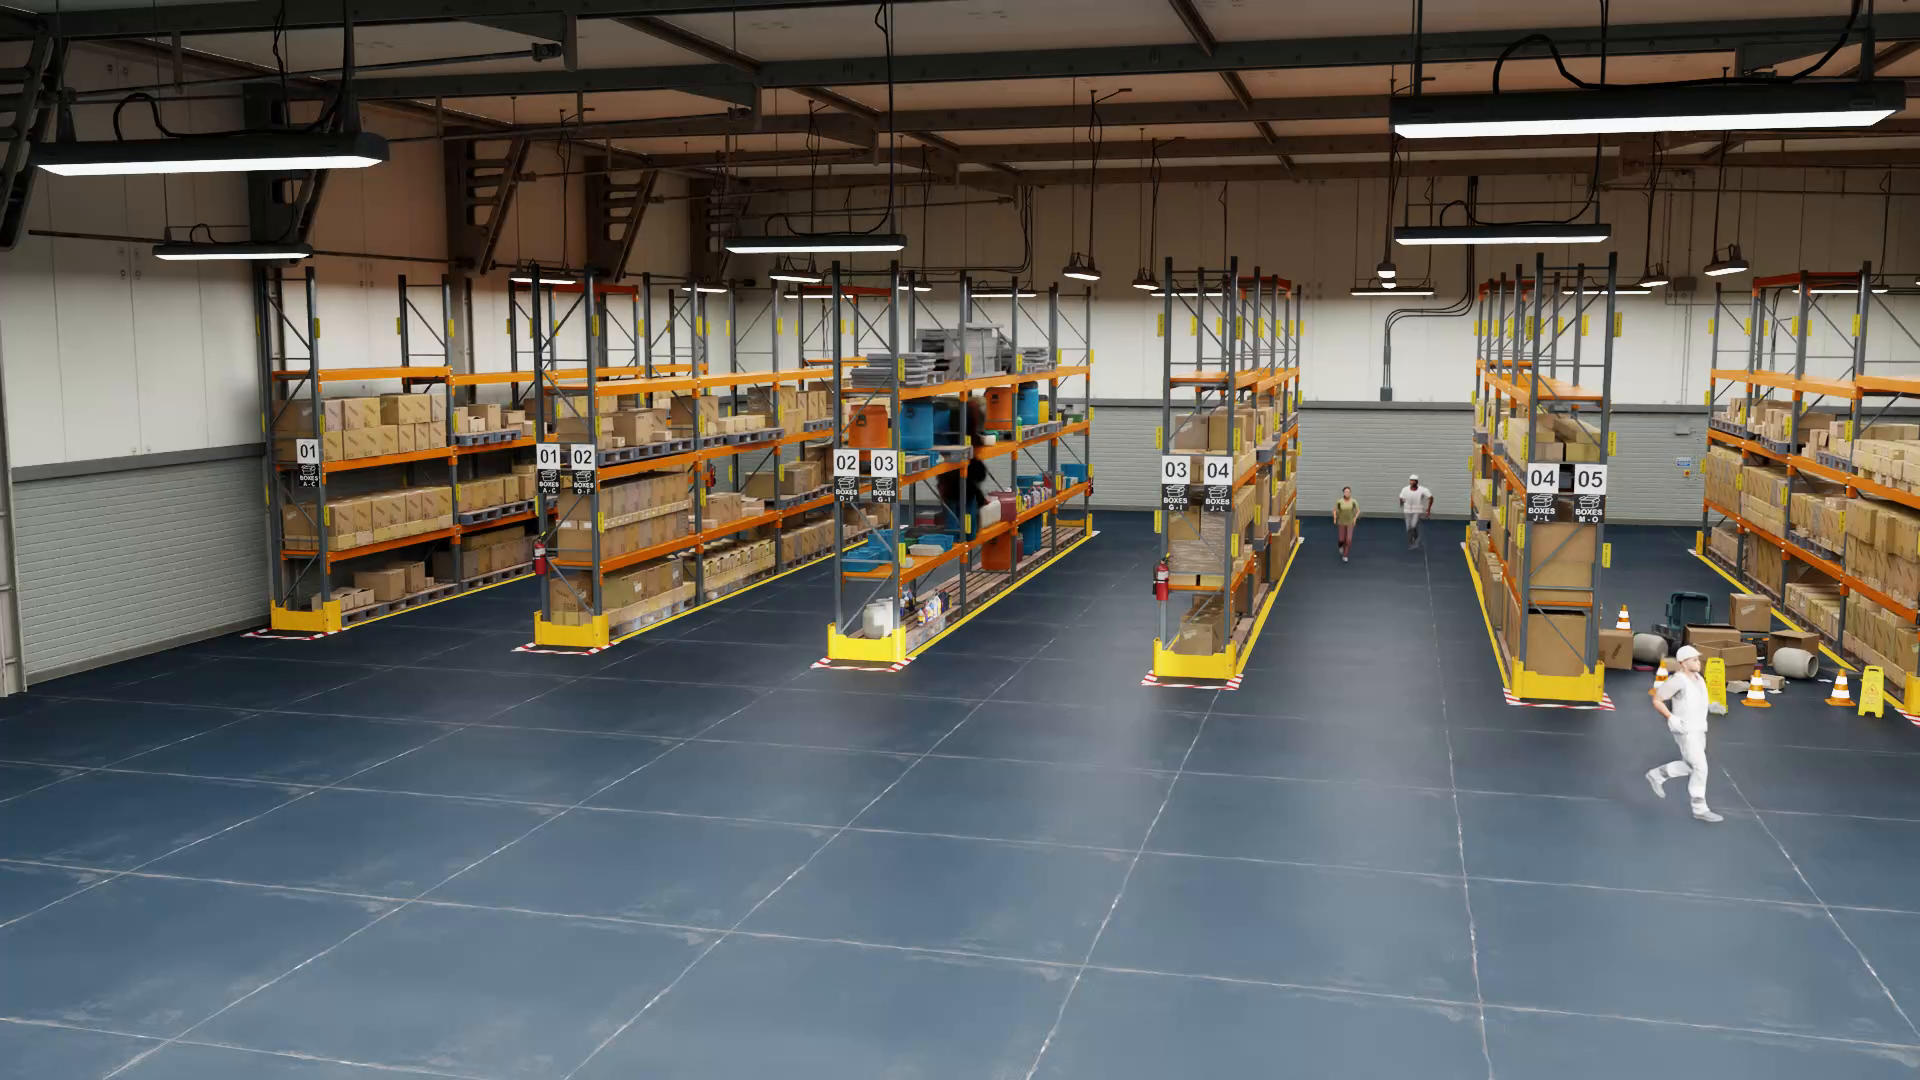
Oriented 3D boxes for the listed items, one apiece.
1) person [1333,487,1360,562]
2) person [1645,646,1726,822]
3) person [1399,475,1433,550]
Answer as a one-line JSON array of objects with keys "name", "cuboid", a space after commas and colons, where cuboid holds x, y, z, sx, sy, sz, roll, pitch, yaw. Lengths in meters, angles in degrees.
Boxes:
[{"name": "person", "cuboid": [8.360, -0.356, 36.015, 0.571, 1.618, 0.584, 1, 7, 11]}, {"name": "person", "cuboid": [7.471, 1.964, 17.118, 0.670, 1.764, 0.914, -5, 9, -37]}, {"name": "person", "cuboid": [10.260, -0.625, 37.596, 0.721, 1.717, 0.714, 5, 9, 36]}]
